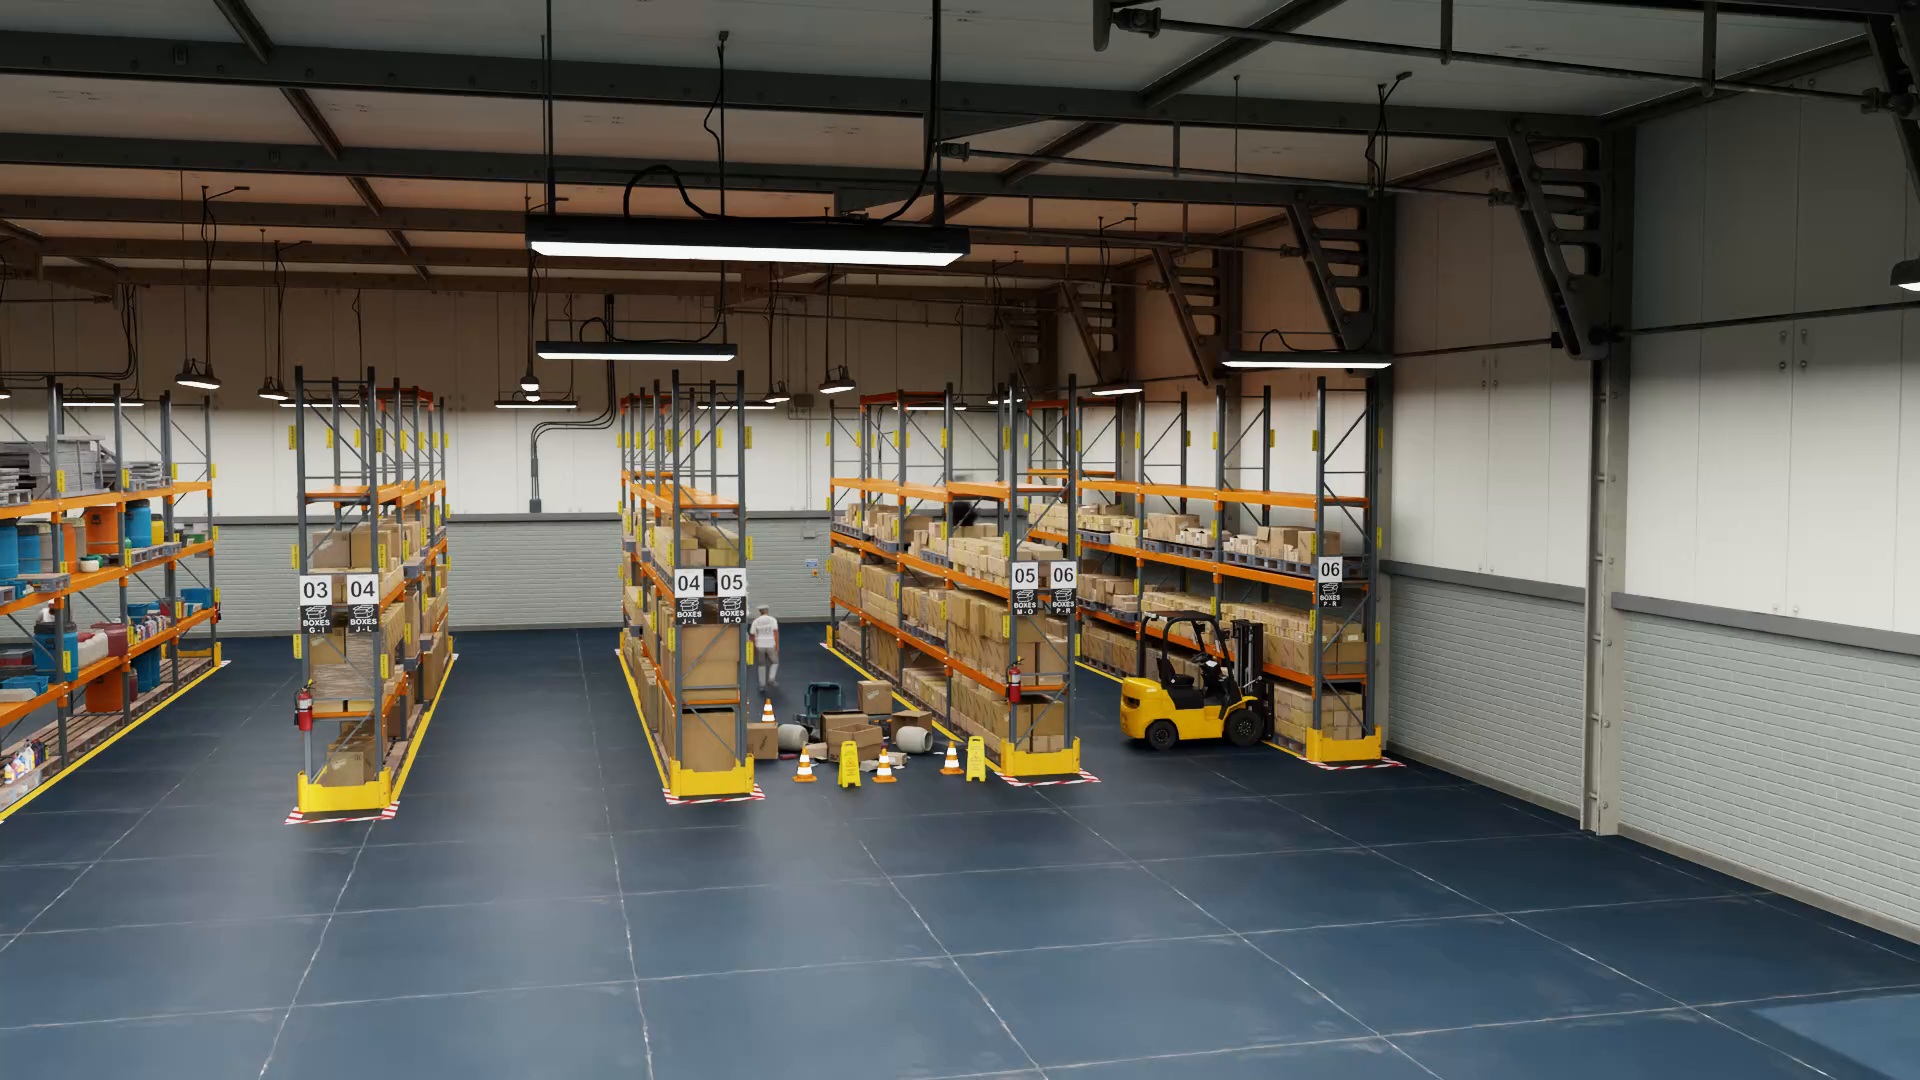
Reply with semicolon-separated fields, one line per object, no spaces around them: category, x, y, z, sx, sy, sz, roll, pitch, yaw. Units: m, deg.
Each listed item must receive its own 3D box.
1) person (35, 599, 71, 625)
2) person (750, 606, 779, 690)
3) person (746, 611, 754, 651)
person;-19.178;2.052;35.180;0.685;1.709;0.701;-2;4;-30
person;-3.920;2.163;33.390;0.627;1.659;0.700;0;3;0
person;-5.312;1.807;39.649;0.879;1.657;0.719;1;4;13
